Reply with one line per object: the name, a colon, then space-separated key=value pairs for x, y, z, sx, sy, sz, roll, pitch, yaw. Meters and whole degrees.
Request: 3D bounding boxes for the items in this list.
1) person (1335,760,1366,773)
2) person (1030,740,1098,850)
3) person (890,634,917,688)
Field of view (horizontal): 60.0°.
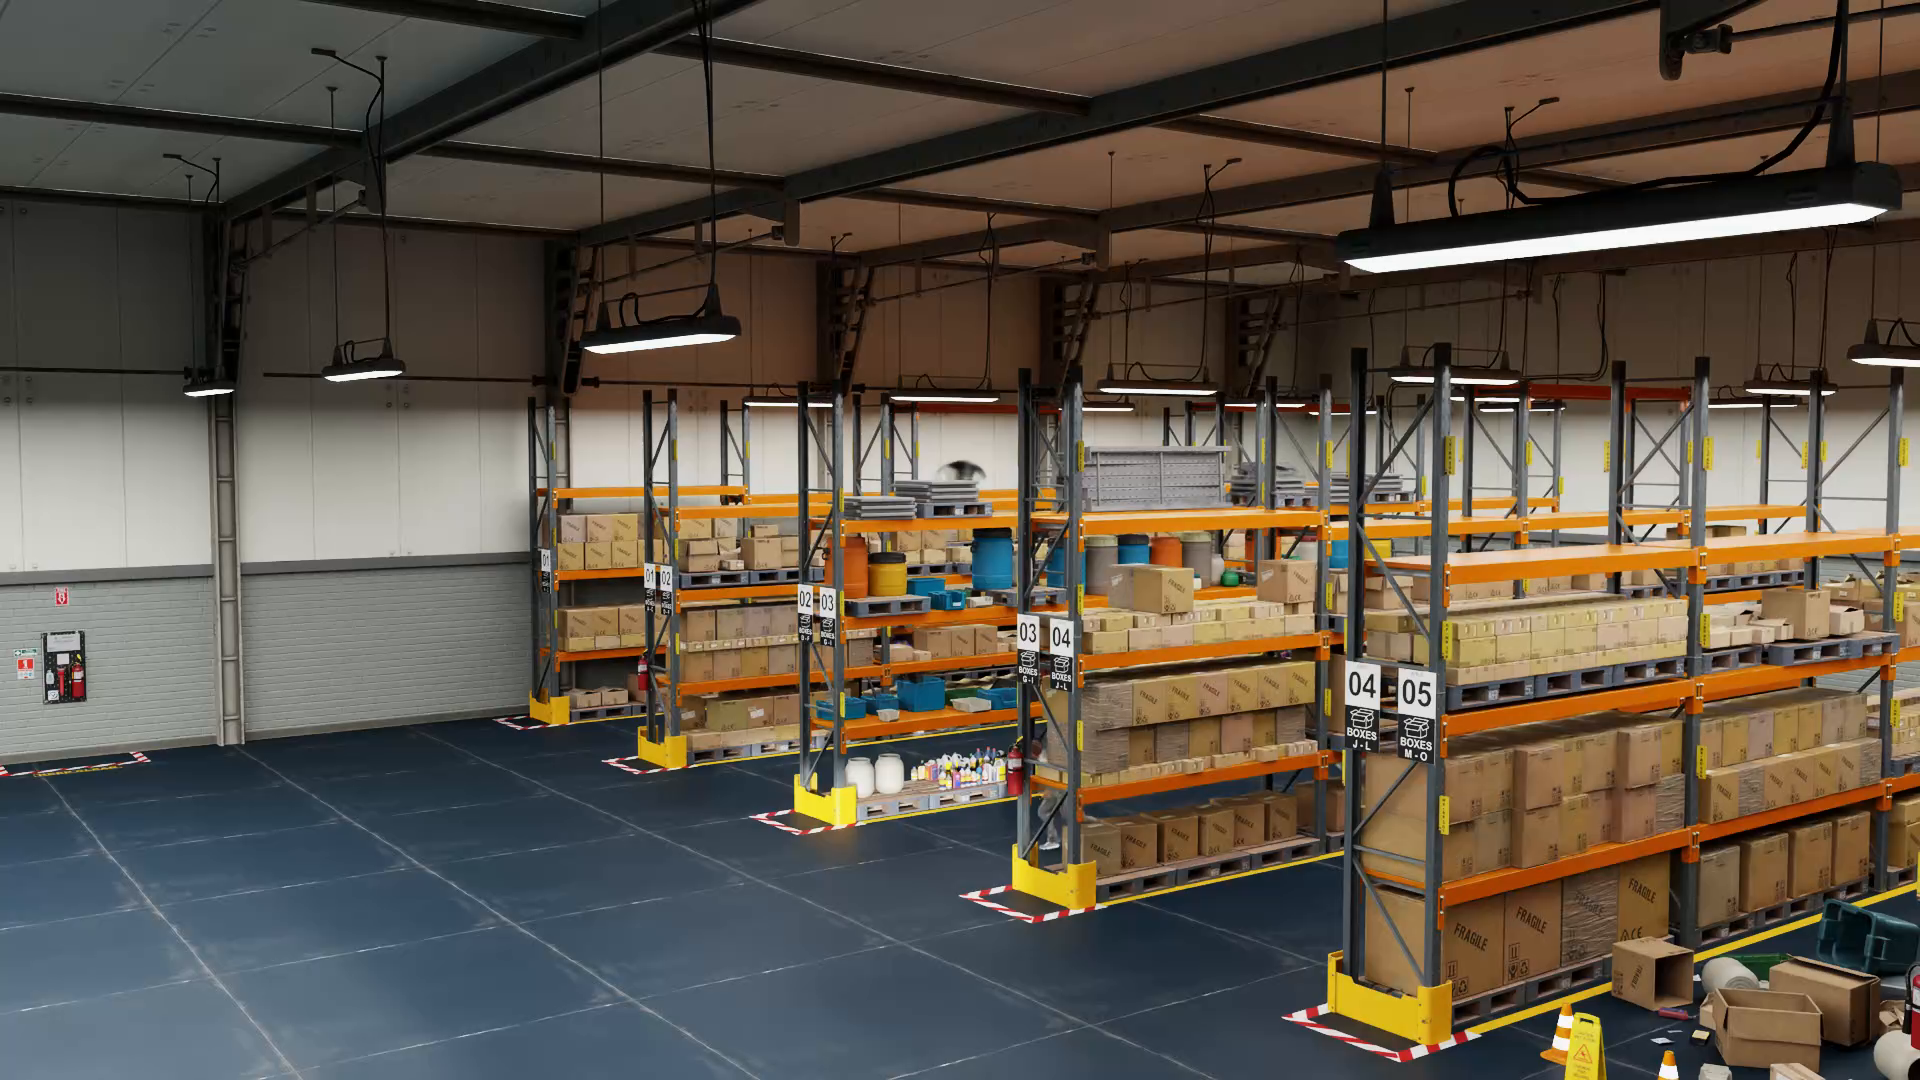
person: x=5.729 y=2.926 z=24.476 sx=0.929 sy=1.582 sz=0.719 roll=-1 pitch=4 yaw=-22
person: x=1.316 y=3.222 z=21.092 sx=1.011 sy=1.407 sz=0.528 roll=-1 pitch=3 yaw=-13
person: x=-0.978 y=2.515 z=31.987 sx=1.029 sy=1.502 sz=0.586 roll=-1 pitch=4 yaw=-17
